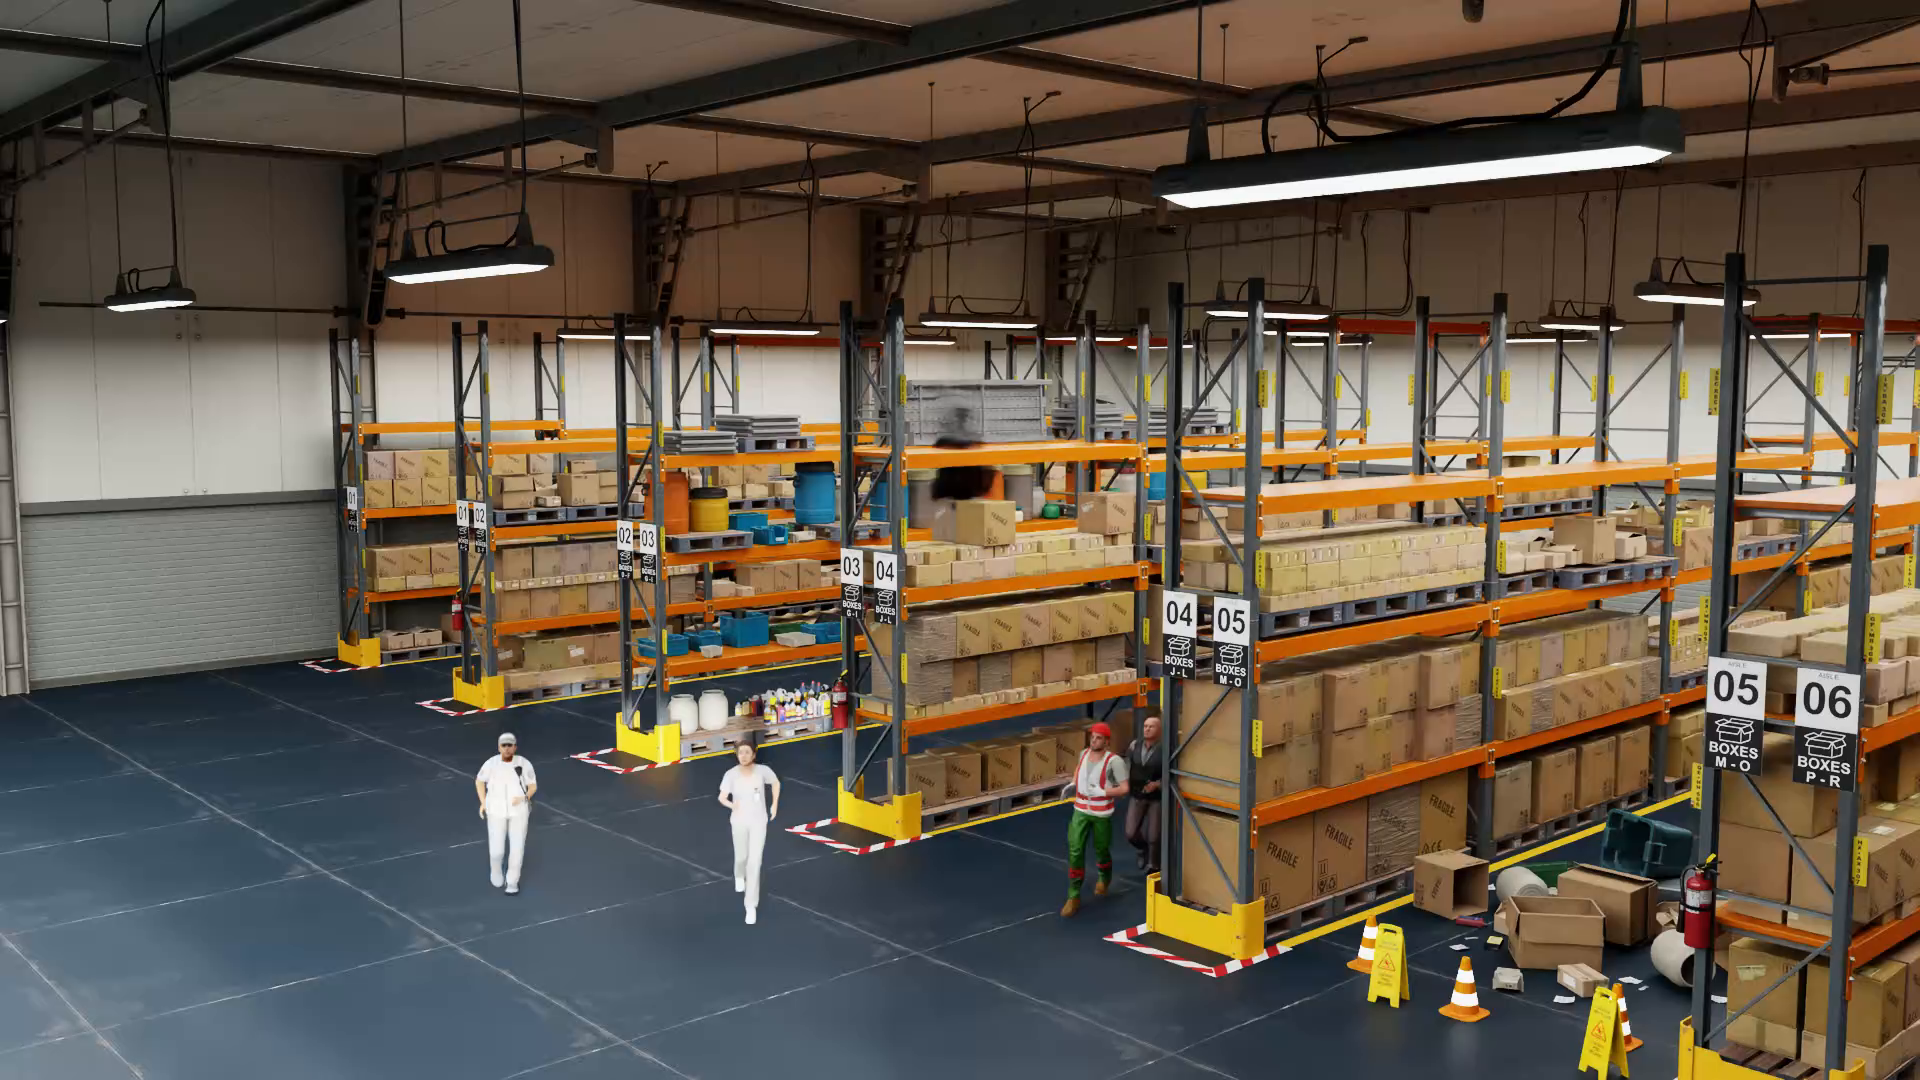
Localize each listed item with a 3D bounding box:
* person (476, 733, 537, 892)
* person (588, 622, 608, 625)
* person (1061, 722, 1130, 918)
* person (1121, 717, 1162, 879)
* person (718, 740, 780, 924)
[{"bbox_3d":[-4.490,2.723,16.492,0.593,1.619,0.559,-2,6,-16],"label":"person"},{"bbox_3d":[-6.403,1.363,29.855,0.709,1.737,0.640,4,7,34],"label":"person"},{"bbox_3d":[1.300,2.674,16.137,0.738,1.820,0.899,3,6,25],"label":"person"},{"bbox_3d":[1.906,2.651,16.989,0.649,1.679,0.572,3,6,27],"label":"person"},{"bbox_3d":[-2.033,2.748,16.081,0.577,1.682,0.967,0,6,-2],"label":"person"}]
